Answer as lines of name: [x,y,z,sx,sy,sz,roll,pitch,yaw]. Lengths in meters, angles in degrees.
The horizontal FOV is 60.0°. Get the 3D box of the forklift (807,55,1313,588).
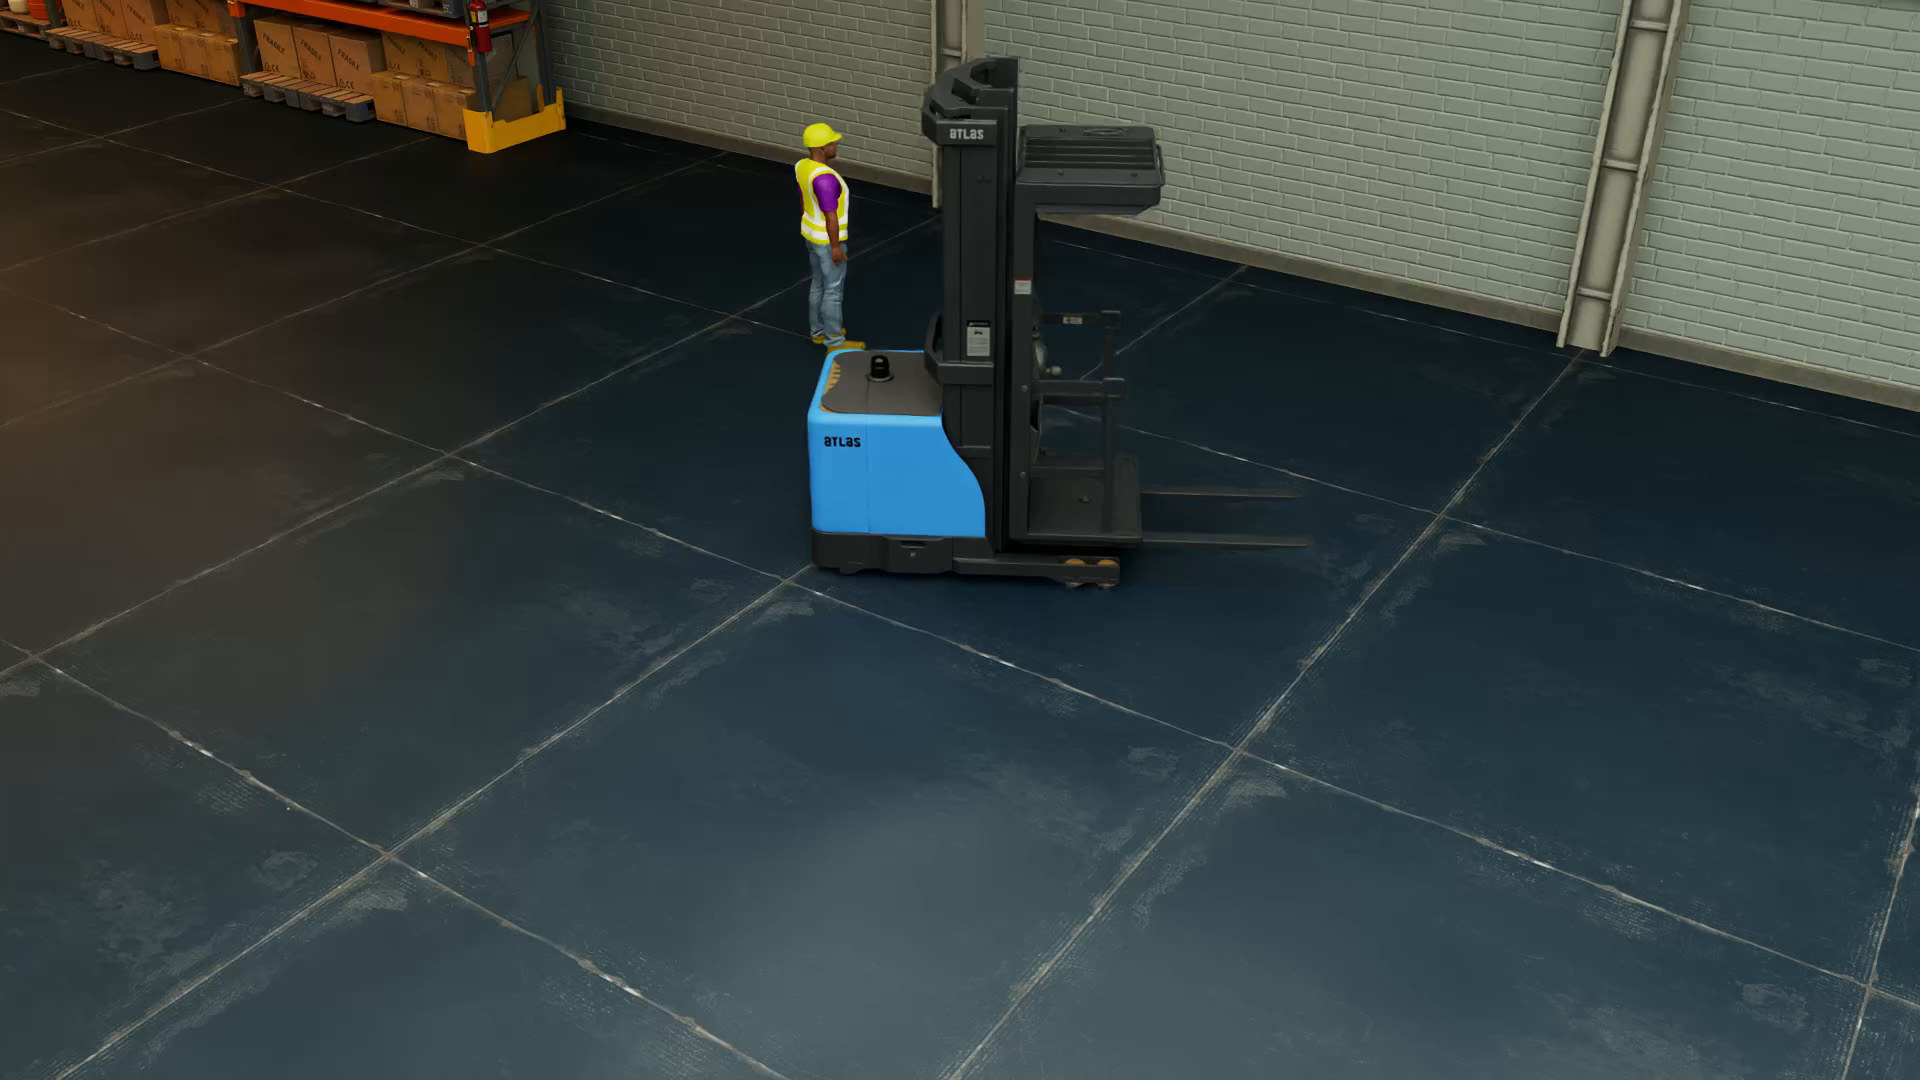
forklift: [0.631,-1.258,9.748,3.031,2.935,1.130,2,30,3]

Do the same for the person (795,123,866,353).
person: [-1.009,-2.314,12.727,0.382,1.771,0.552,-15,33,-24]
